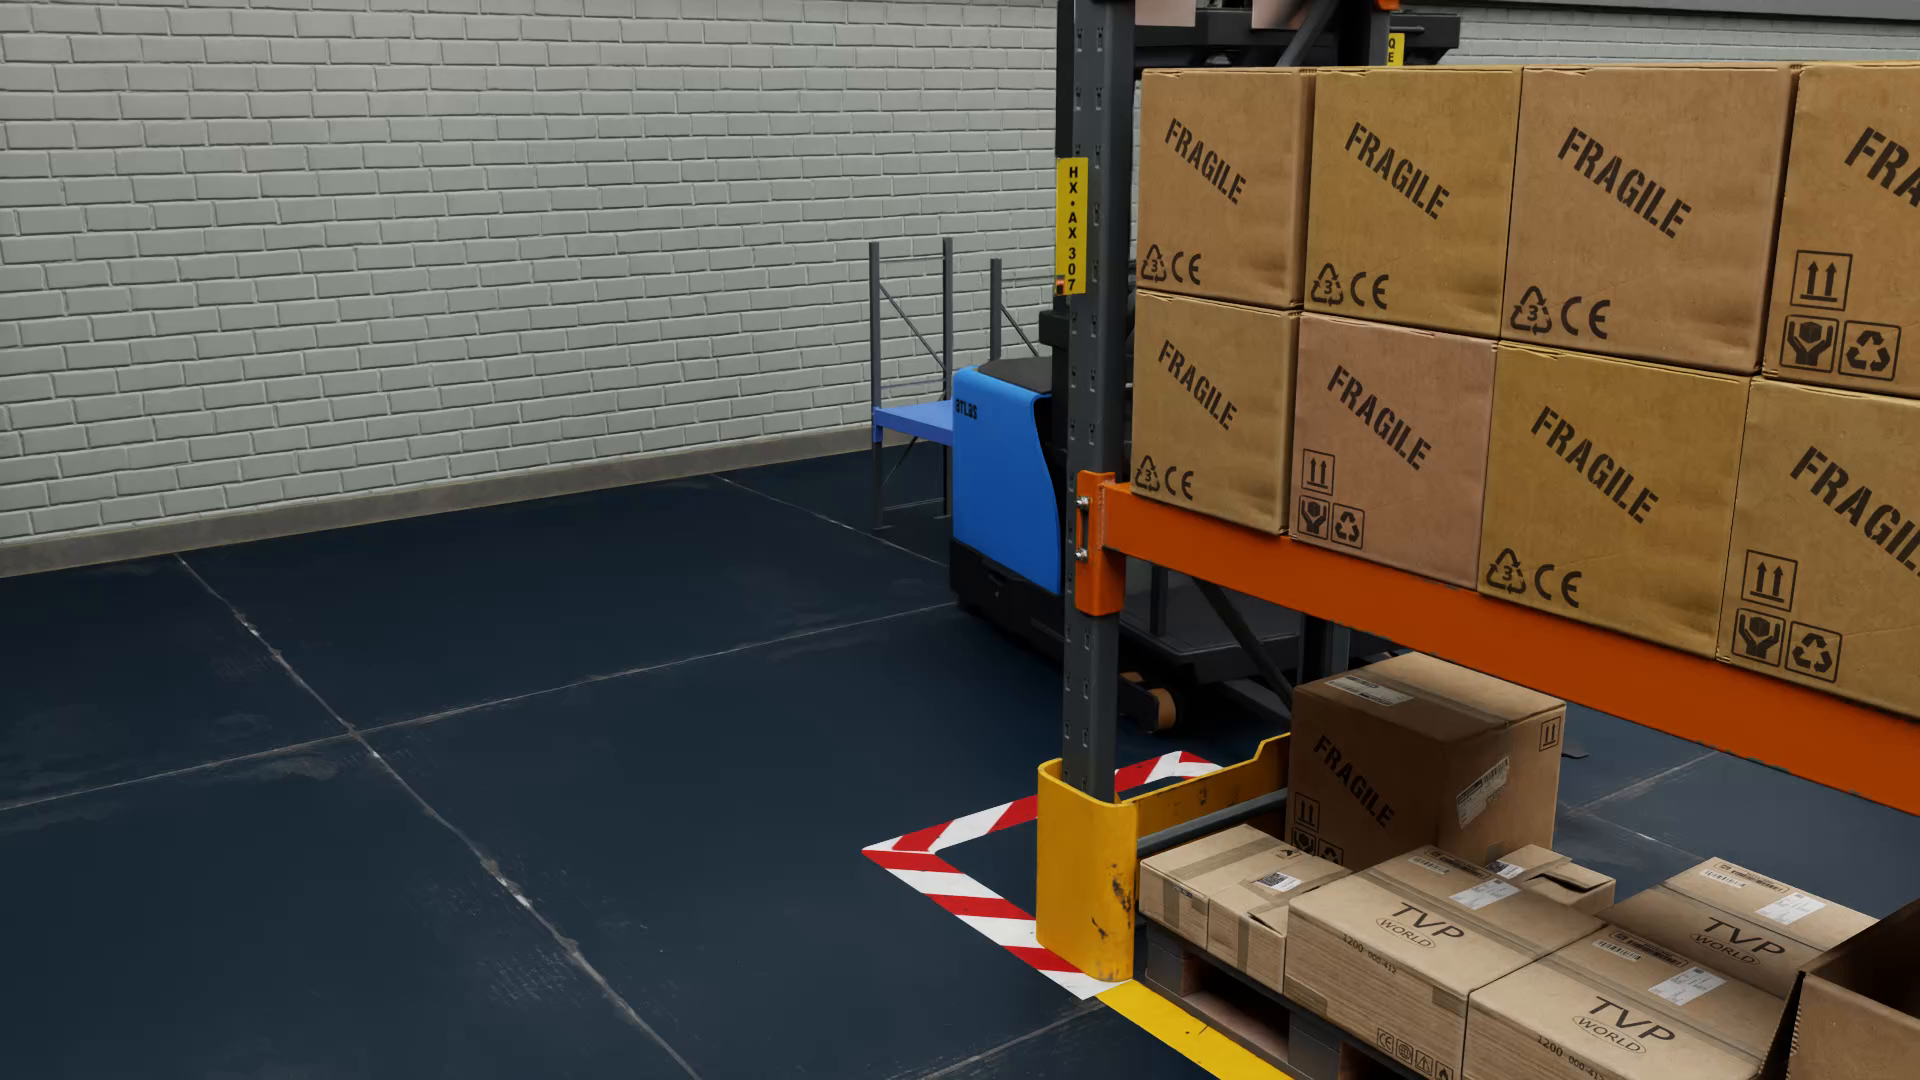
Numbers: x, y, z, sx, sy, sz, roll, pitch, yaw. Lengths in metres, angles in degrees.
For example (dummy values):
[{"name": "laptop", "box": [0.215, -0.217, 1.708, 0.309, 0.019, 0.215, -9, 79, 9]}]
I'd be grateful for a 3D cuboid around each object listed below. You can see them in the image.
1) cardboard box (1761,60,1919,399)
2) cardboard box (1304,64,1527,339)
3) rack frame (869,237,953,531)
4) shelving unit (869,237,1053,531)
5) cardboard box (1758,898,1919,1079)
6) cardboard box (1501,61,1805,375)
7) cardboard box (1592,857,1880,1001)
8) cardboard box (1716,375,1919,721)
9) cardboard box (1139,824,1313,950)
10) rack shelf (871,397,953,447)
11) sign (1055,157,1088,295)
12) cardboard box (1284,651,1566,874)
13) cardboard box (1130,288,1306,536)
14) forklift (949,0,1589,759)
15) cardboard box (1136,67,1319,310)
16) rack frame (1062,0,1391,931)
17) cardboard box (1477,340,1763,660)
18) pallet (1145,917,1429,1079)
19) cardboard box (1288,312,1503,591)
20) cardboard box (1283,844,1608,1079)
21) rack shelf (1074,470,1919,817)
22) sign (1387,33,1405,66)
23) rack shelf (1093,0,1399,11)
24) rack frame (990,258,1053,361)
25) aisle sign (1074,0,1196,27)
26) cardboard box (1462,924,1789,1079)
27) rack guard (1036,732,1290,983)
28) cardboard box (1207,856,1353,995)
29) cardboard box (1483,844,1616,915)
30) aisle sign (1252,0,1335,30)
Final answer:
[{"name": "cardboard box", "box": [1.663, -0.494, 2.617, 0.500, 0.500, 0.500, -11, 19, -35]}, {"name": "cardboard box", "box": [1.073, -0.710, 3.406, 0.500, 0.500, 0.500, -11, 19, -34]}, {"name": "rack frame", "box": [-0.249, -0.814, 8.708, 0.500, 1.500, 0.032, -11, 19, -35]}, {"name": "shelving unit", "box": [0.050, -0.705, 8.312, 0.538, 1.500, 1.048, -11, 19, -35]}, {"name": "cardboard box", "box": [1.955, 1.020, 3.064, 0.797, 0.503, 0.637, -11, 19, -35]}, {"name": "cardboard box", "box": [1.363, -0.603, 3.013, 0.500, 0.500, 0.500, -11, 19, -34]}, {"name": "cardboard box", "box": [1.765, 0.973, 3.713, 0.500, 0.250, 0.500, -11, 19, -35]}, {"name": "cardboard box", "box": [1.652, -0.015, 2.758, 0.500, 0.500, 0.500, -11, 19, -34]}, {"name": "cardboard box", "box": [0.680, 0.880, 4.247, 0.380, 0.149, 0.250, -11, 19, -35]}, {"name": "rack shelf", "box": [0.050, -0.532, 8.359, 0.538, 0.185, 1.000, -11, 19, -35]}, {"name": "sign", "box": [0.273, -0.759, 4.028, 0.100, 0.325, 0.005, -11, 19, -35]}, {"name": "cardboard box", "box": [1.231, 0.645, 4.438, 0.500, 0.500, 0.500, -11, 19, -35]}, {"name": "cardboard box", "box": [0.759, -0.339, 3.942, 0.500, 0.500, 0.500, -10, 18, -33]}, {"name": "forklift", "box": [1.041, -0.844, 6.106, 1.130, 2.935, 3.031, -7, 17, -24]}, {"name": "cardboard box", "box": [0.759, -0.821, 3.810, 0.500, 0.500, 0.500, -10, 18, -33]}, {"name": "rack frame", "box": [0.712, -0.426, 4.451, 1.000, 3.000, 0.127, -11, 19, -35]}, {"name": "cardboard box", "box": [1.360, -0.122, 3.149, 0.500, 0.500, 0.500, -11, 19, -35]}, {"name": "pallet", "box": [1.226, 1.105, 4.138, 1.003, 0.211, 1.213, -11, 19, -35]}, {"name": "cardboard box", "box": [1.067, -0.229, 3.542, 0.500, 0.500, 0.500, -11, 19, -35]}, {"name": "cardboard box", "box": [1.096, 0.955, 3.780, 0.500, 0.250, 0.500, -11, 19, -35]}, {"name": "rack shelf", "box": [1.888, 0.348, 2.985, 1.077, 0.370, 4.000, -11, 19, -35]}, {"name": "sign", "box": [1.173, -1.219, 4.555, 0.100, 0.325, 0.005, -11, 19, -35]}, {"name": "rack shelf", "box": [1.888, -1.099, 2.589, 1.077, 0.370, 4.000, -11, 19, -35]}, {"name": "rack frame", "box": [0.349, -0.597, 7.915, 0.500, 1.500, 0.032, -11, 19, -35]}, {"name": "aisle sign", "box": [0.434, -1.649, 3.994, 0.394, 0.787, 0.004, -11, 19, -35]}, {"name": "cardboard box", "box": [1.390, 1.062, 3.390, 0.500, 0.250, 0.500, -11, 19, -35]}, {"name": "rack guard", "box": [0.756, 0.796, 4.721, 1.175, 0.500, 0.348, -11, 19, -35]}, {"name": "cardboard box", "box": [0.827, 0.924, 4.050, 0.380, 0.166, 0.250, -11, 19, -35]}, {"name": "cardboard box", "box": [1.396, 0.907, 4.115, 0.380, 0.166, 0.250, -11, 19, -35]}, {"name": "aisle sign", "box": [0.919, -1.742, 4.334, 0.394, 0.787, 0.004, -11, 19, -35]}]
